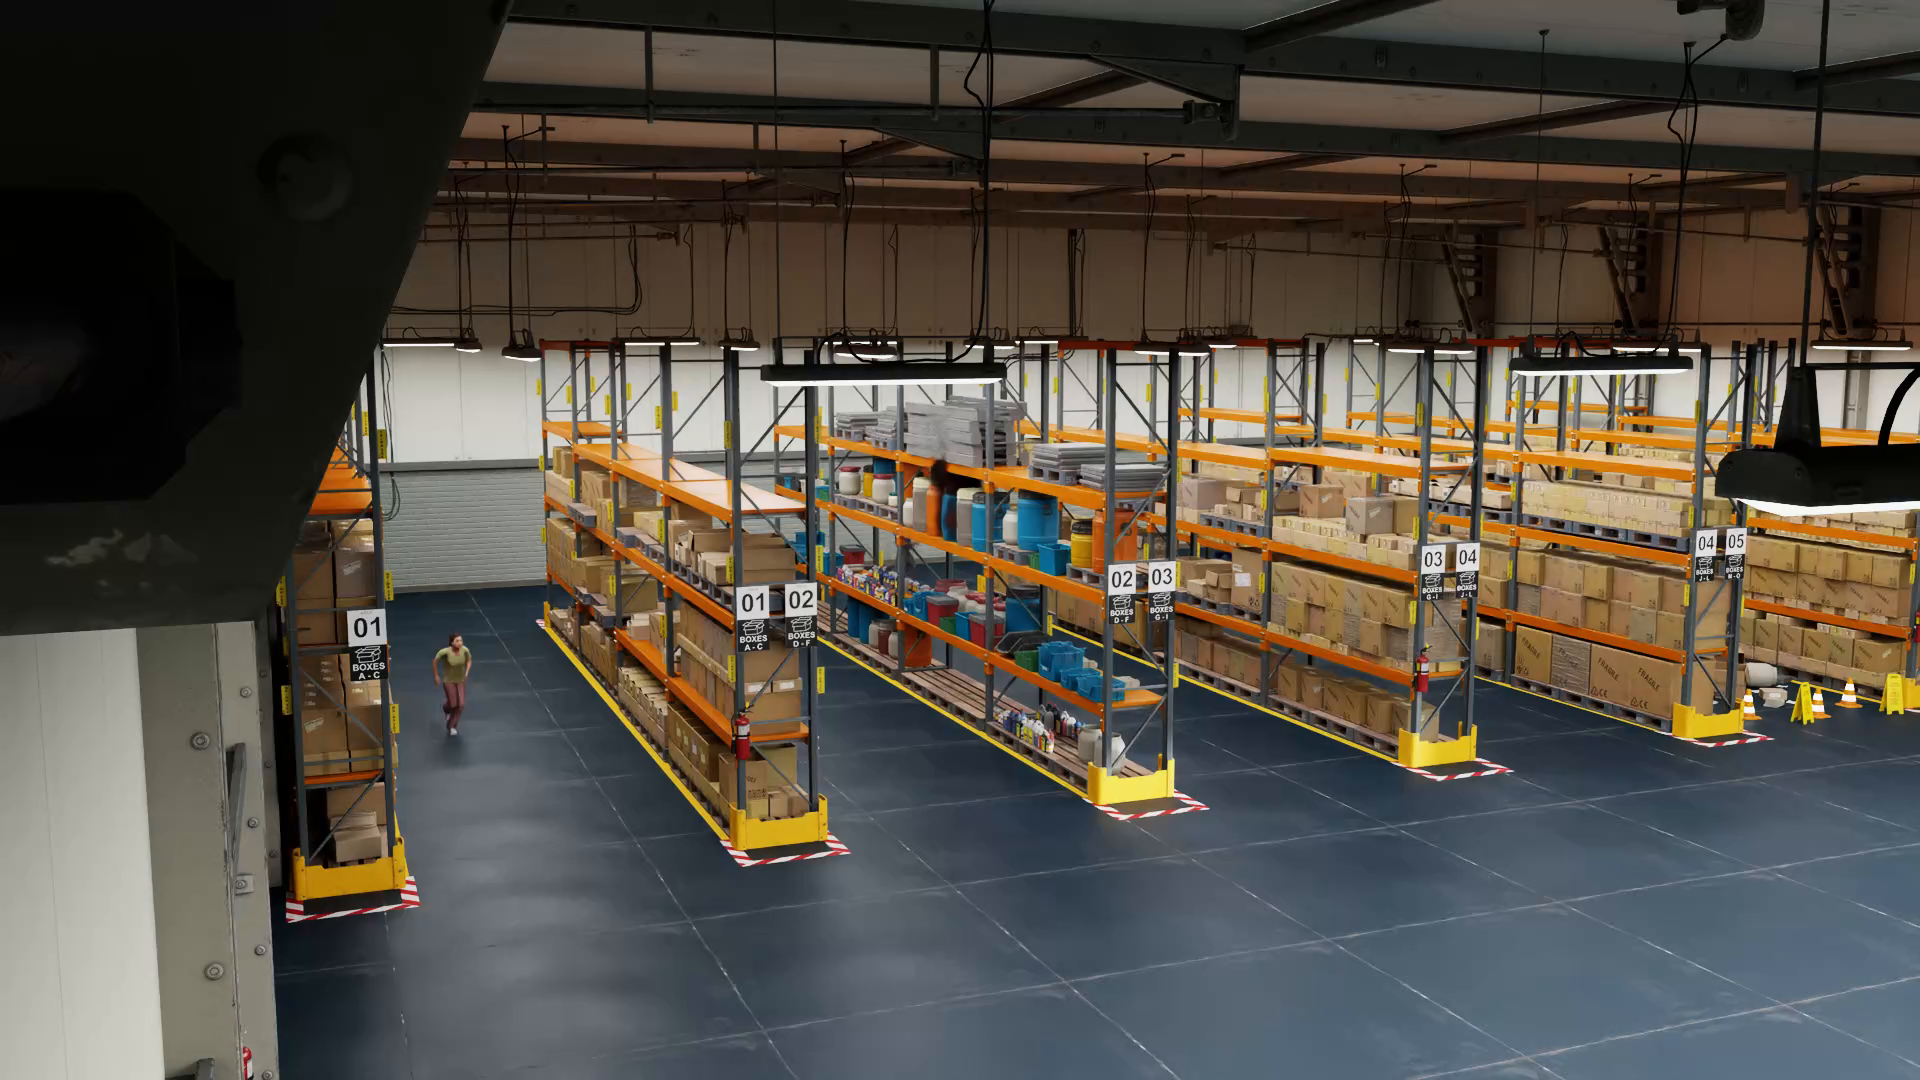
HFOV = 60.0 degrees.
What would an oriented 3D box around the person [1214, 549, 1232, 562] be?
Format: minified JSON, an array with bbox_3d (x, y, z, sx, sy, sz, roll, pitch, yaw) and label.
[{"bbox_3d":[6.642,0.152,41.494,0.795,1.662,0.655,4,8,29],"label":"person"}]

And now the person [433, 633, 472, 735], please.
[{"bbox_3d":[-7.844,2.202,25.752,0.567,1.601,0.647,-6,10,-40],"label":"person"}]

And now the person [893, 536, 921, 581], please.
[{"bbox_3d":[-1.340,0.354,39.616,0.861,1.705,0.569,0,7,0],"label":"person"}]
